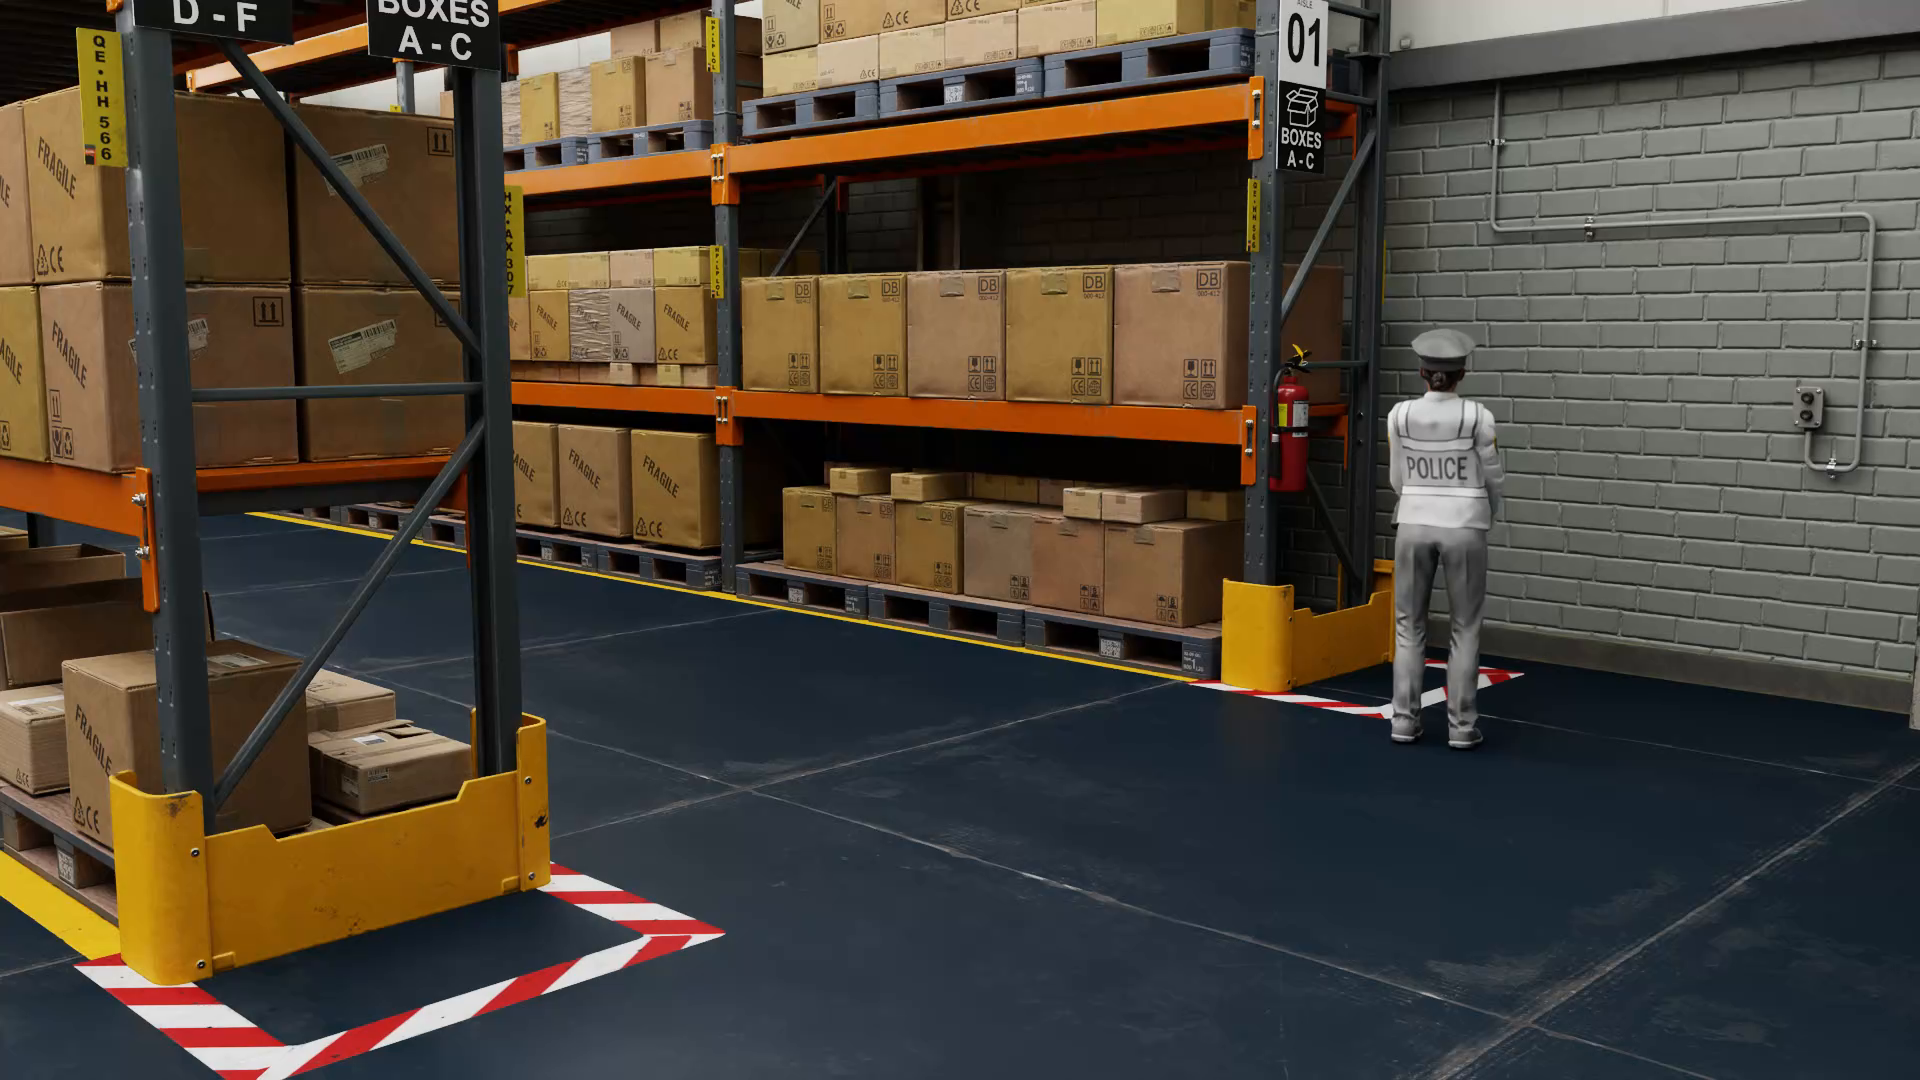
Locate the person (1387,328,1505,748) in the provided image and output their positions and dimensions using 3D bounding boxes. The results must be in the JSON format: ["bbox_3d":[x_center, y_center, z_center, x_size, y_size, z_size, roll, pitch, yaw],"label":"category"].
[{"bbox_3d":[1.982,-0.014,6.794,0.456,1.690,0.539,4,8,26],"label":"person"}]
